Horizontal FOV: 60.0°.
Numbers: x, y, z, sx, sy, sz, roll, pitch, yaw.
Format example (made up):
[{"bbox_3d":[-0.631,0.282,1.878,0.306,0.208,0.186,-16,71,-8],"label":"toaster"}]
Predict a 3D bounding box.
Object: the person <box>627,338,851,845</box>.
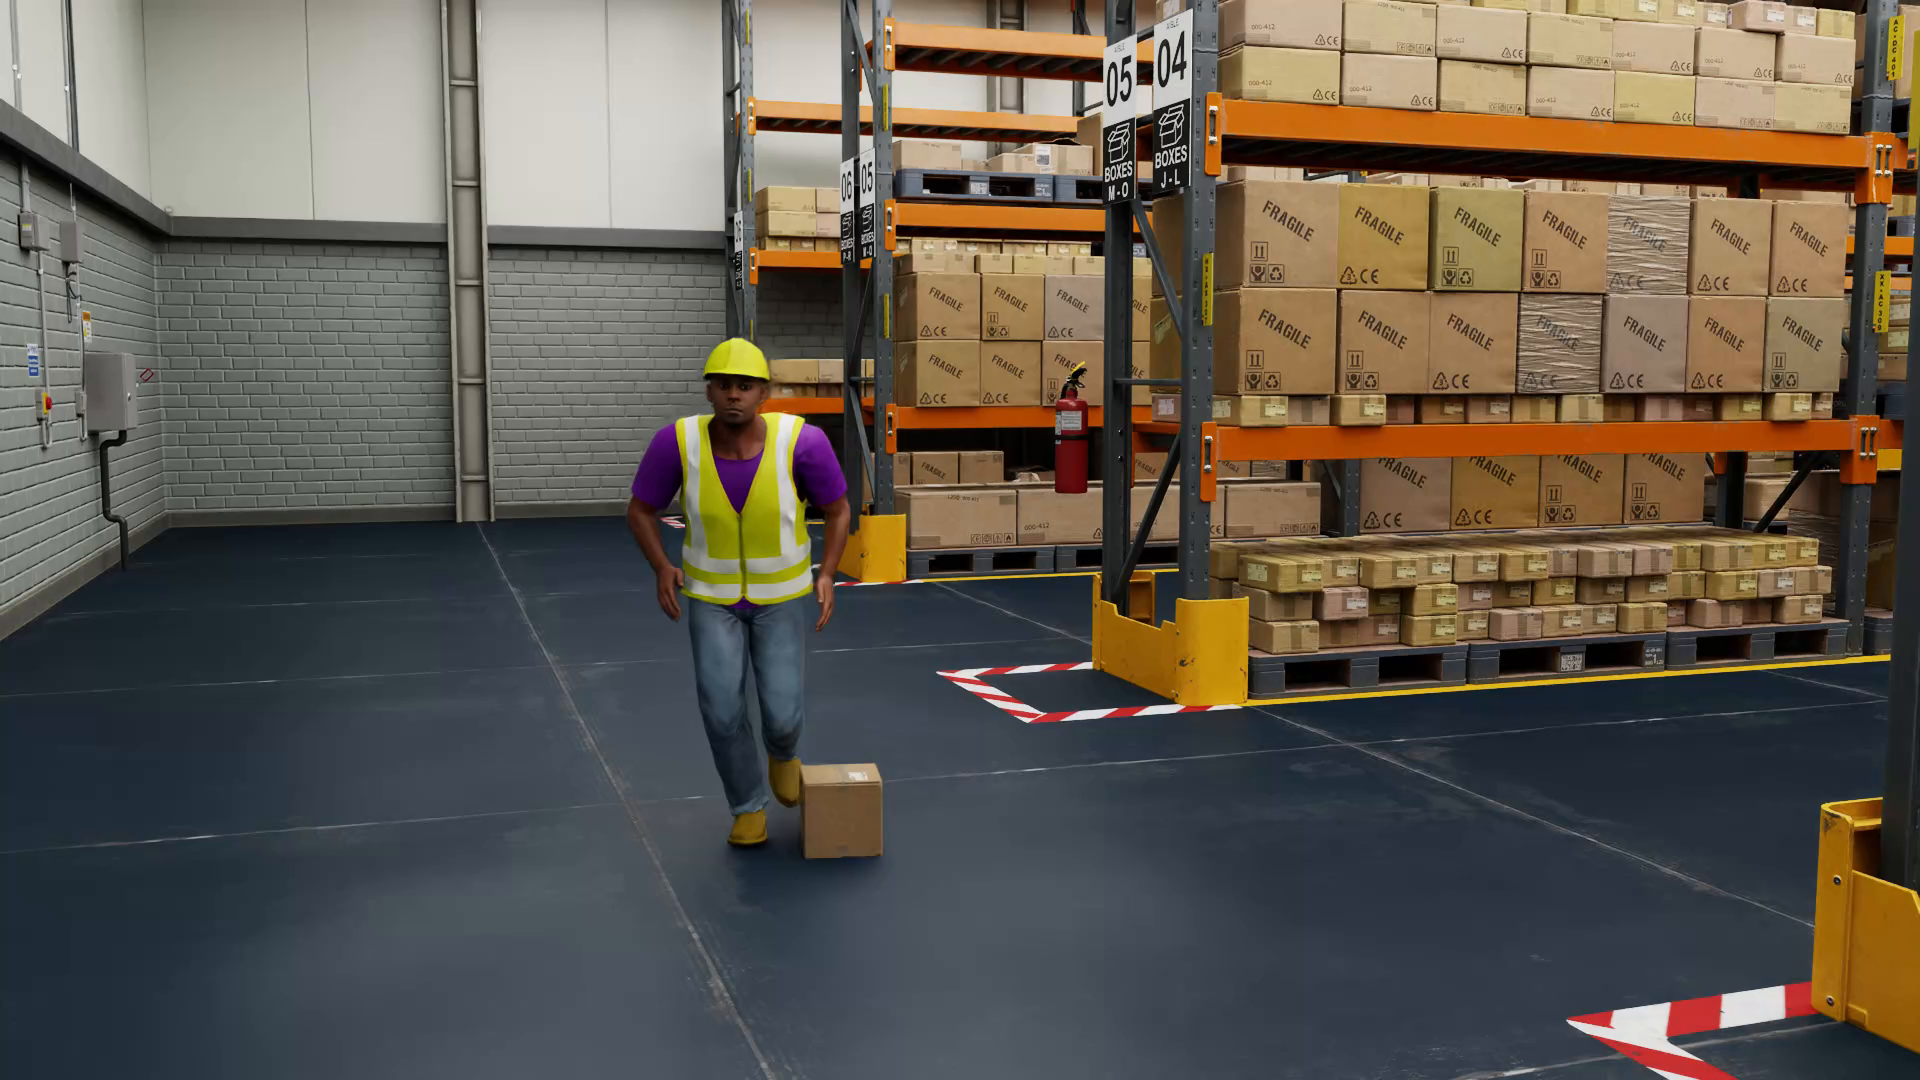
[{"bbox_3d":[-0.722,0.178,5.478,0.725,1.664,0.785,0,6,-5],"label":"person"}]
